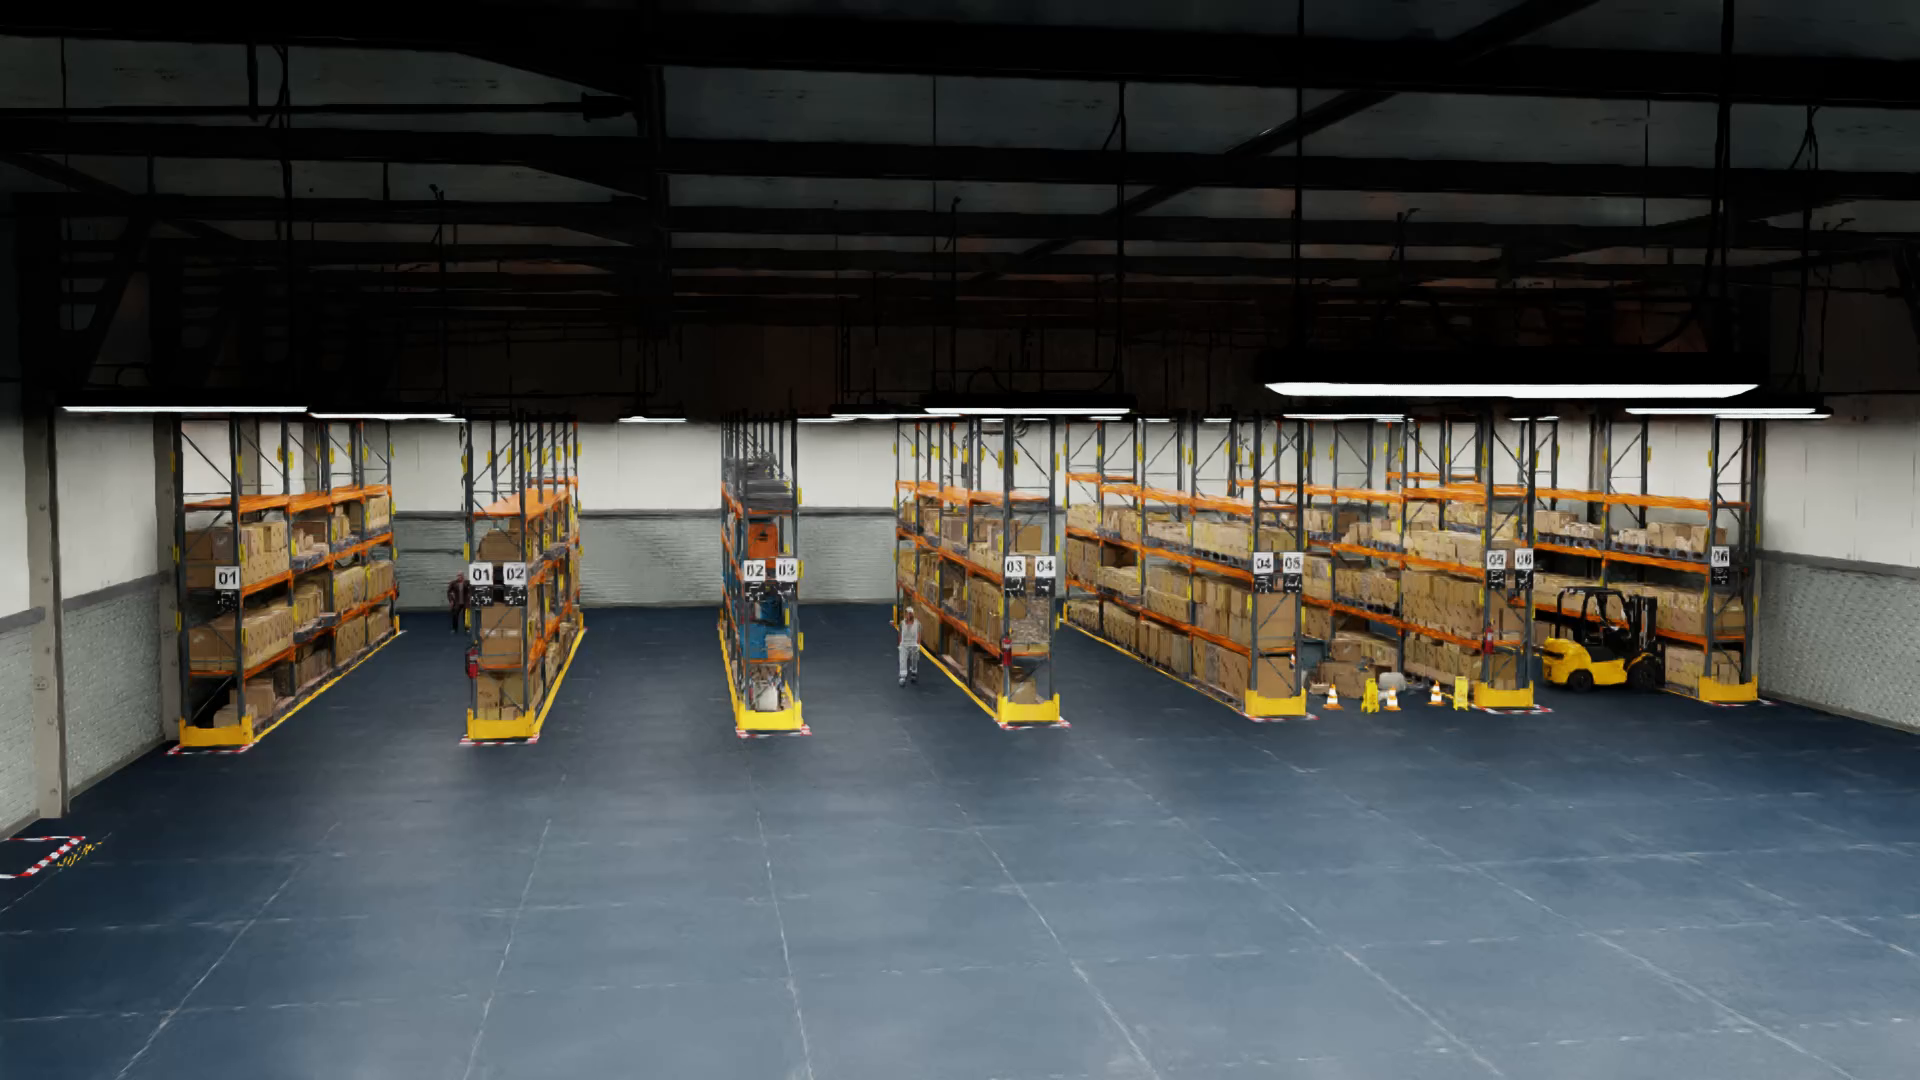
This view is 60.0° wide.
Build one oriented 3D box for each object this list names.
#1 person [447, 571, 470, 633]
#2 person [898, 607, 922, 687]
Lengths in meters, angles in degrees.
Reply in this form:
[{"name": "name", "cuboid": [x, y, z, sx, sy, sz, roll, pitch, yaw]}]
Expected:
[{"name": "person", "cuboid": [-13.633, 1.694, 45.448, 0.729, 1.733, 0.546, -1, 4, -11]}, {"name": "person", "cuboid": [-1.088, 2.312, 36.280, 0.535, 1.725, 1.024, 0, 4, 0]}]
